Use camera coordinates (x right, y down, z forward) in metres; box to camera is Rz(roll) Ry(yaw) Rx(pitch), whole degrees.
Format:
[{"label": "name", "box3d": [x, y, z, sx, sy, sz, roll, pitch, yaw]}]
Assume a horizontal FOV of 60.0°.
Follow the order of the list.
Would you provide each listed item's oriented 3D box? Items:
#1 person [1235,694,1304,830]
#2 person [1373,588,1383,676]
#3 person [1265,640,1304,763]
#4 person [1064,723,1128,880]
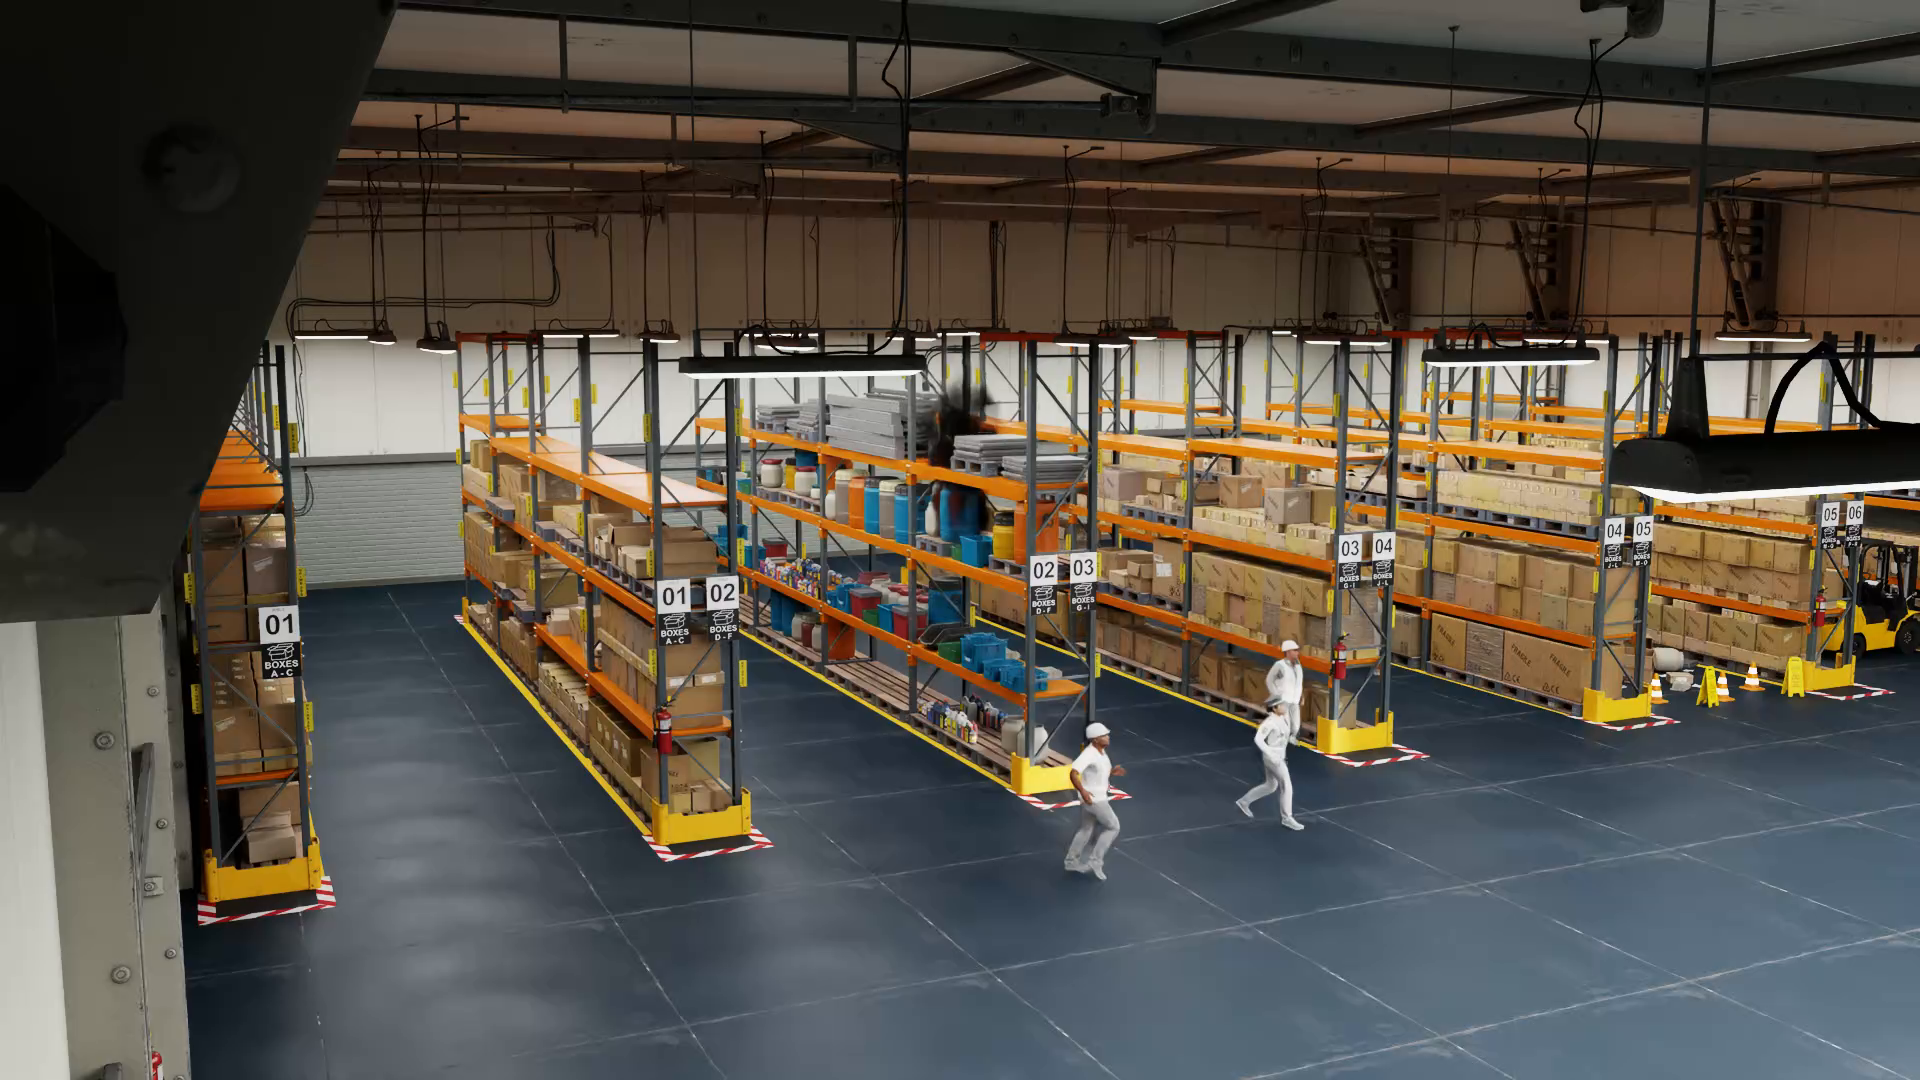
[{"label": "person", "box3d": [3.881, 2.726, 20.641, 0.818, 1.709, 0.604, 2, 8, 14]}, {"label": "person", "box3d": [7.284, 1.567, 29.416, 0.577, 1.620, 0.859, -4, 9, -30]}, {"label": "person", "box3d": [4.652, 2.287, 23.869, 0.700, 1.721, 0.562, -5, 9, -34]}, {"label": "person", "box3d": [1.544, 2.949, 18.830, 0.722, 1.803, 0.663, 0, 8, 3]}]
